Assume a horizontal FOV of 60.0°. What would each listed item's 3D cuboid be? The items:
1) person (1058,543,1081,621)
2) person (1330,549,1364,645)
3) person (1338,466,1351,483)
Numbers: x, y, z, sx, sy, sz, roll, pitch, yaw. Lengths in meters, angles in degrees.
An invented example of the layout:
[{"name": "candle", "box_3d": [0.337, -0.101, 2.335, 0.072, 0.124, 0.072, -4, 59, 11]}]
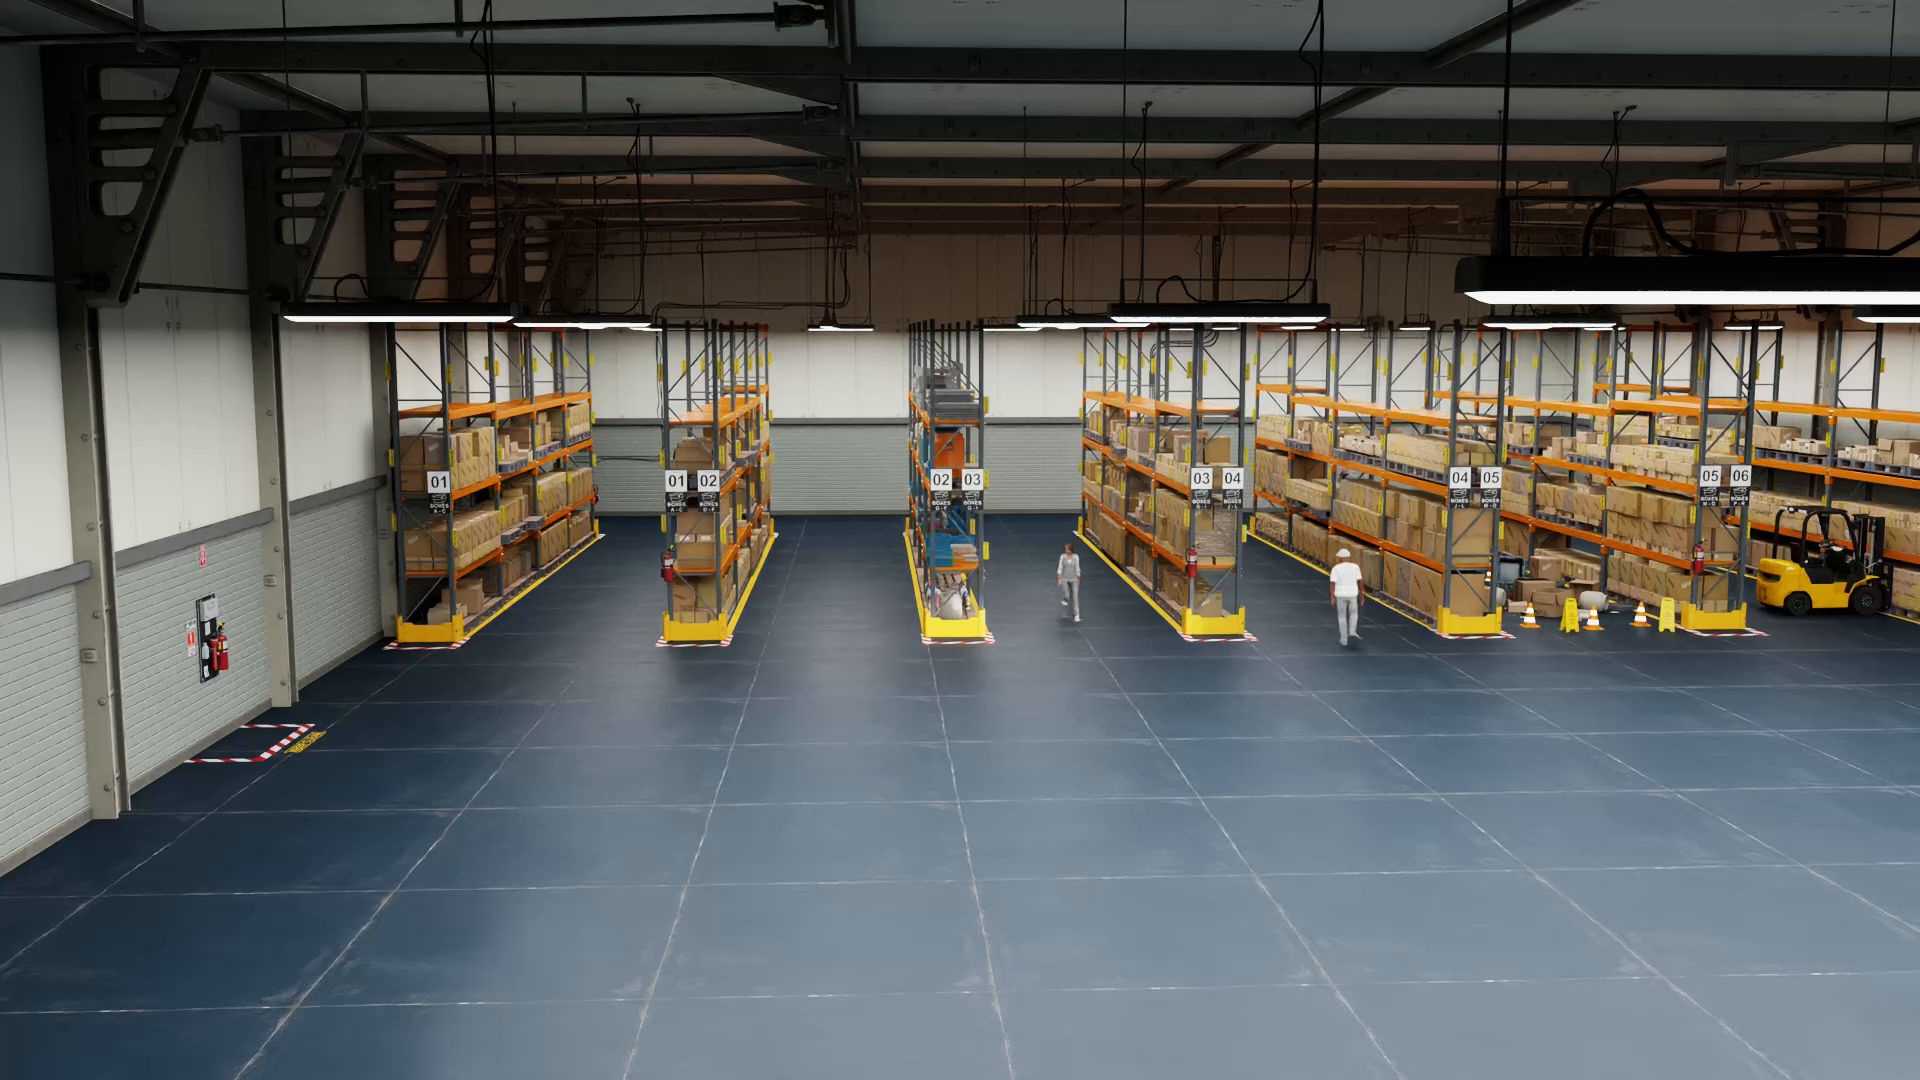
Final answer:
[{"name": "person", "box_3d": [2.188, 0.827, 33.326, 0.454, 1.553, 0.804, 0, 7, 4]}, {"name": "person", "box_3d": [7.161, 1.049, 30.797, 0.619, 1.750, 0.496, 1, 7, 8]}, {"name": "person", "box_3d": [11.841, -1.462, 51.166, 0.606, 1.713, 0.552, -1, 7, -7]}]
